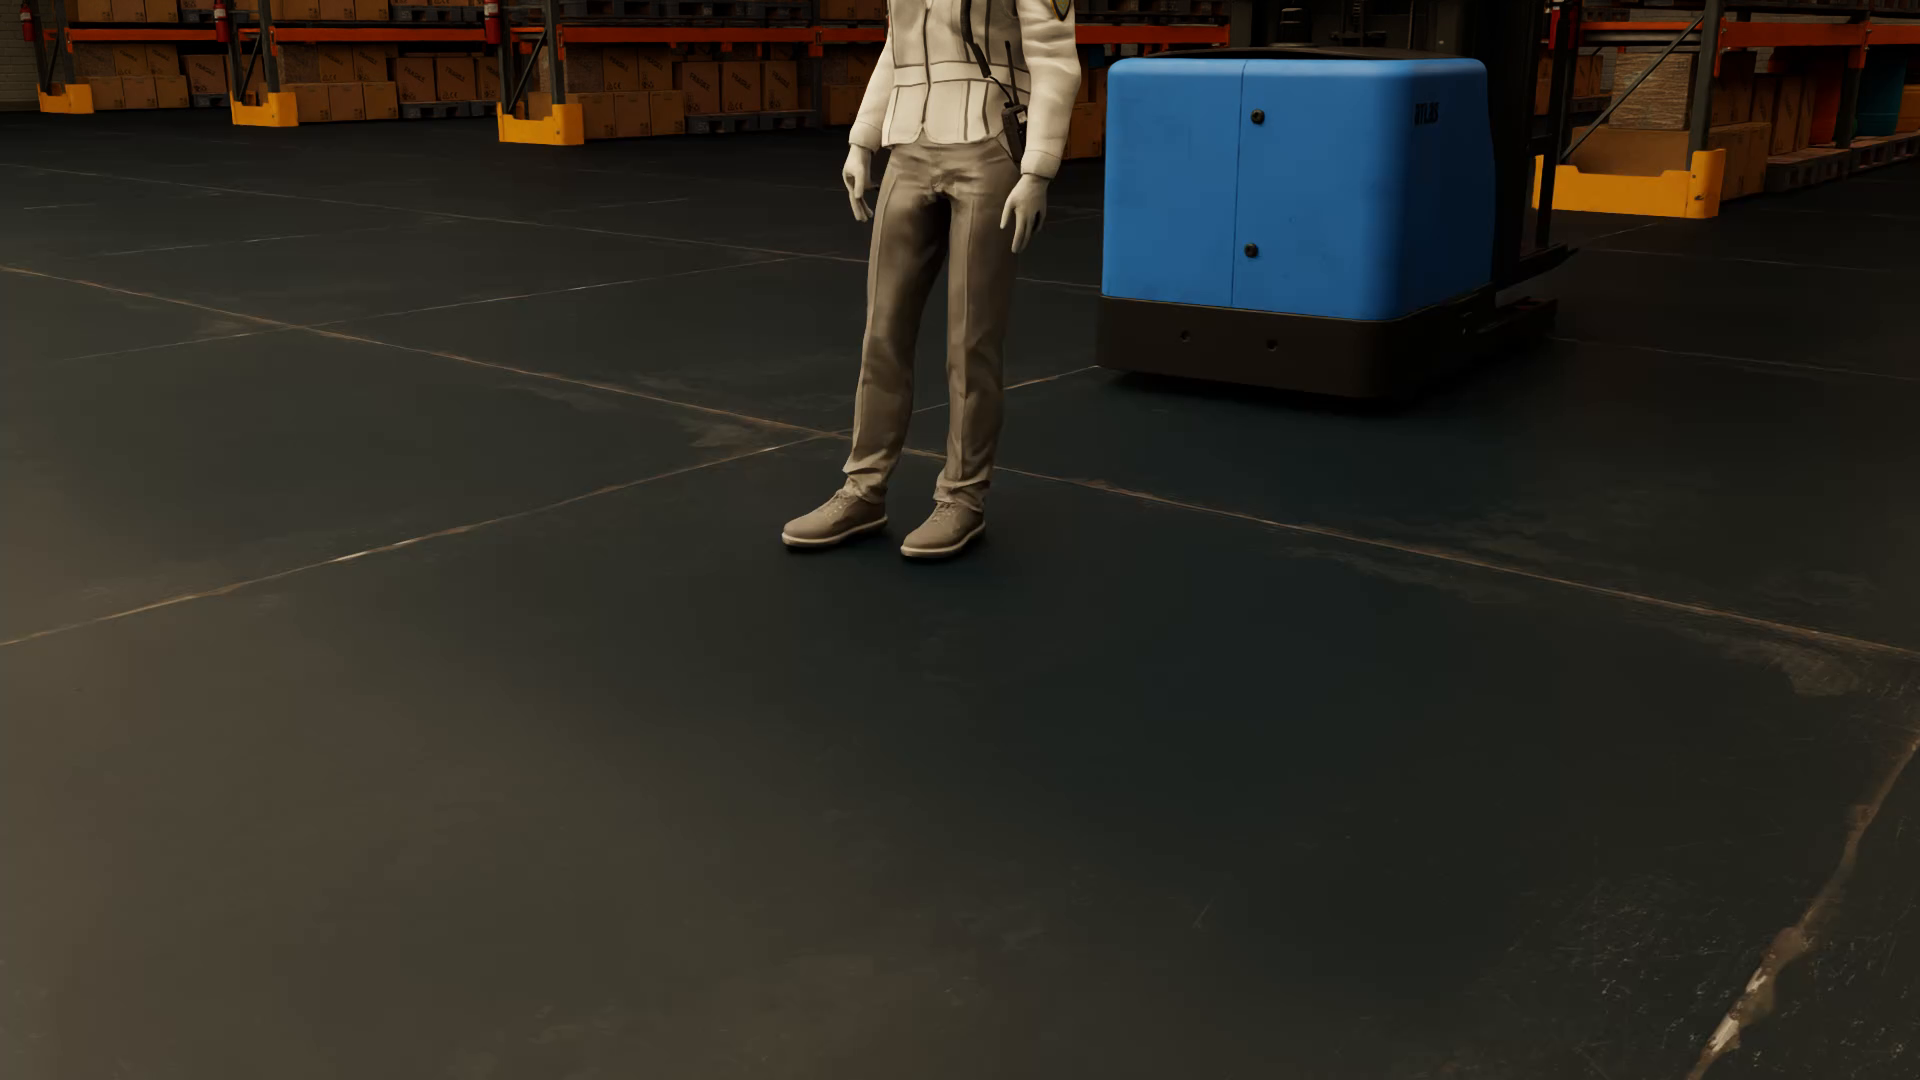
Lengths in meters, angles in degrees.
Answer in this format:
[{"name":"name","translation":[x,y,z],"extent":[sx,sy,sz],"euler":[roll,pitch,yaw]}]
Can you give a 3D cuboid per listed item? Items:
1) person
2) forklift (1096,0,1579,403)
[{"name":"person","translation":[-0.048,-0.803,3.647],"extent":[0.588,1.695,0.531],"euler":[13,21,37]},{"name":"forklift","translation":[1.694,-2.208,6.168],"extent":[1.130,2.935,3.031],"euler":[11,20,32]}]
